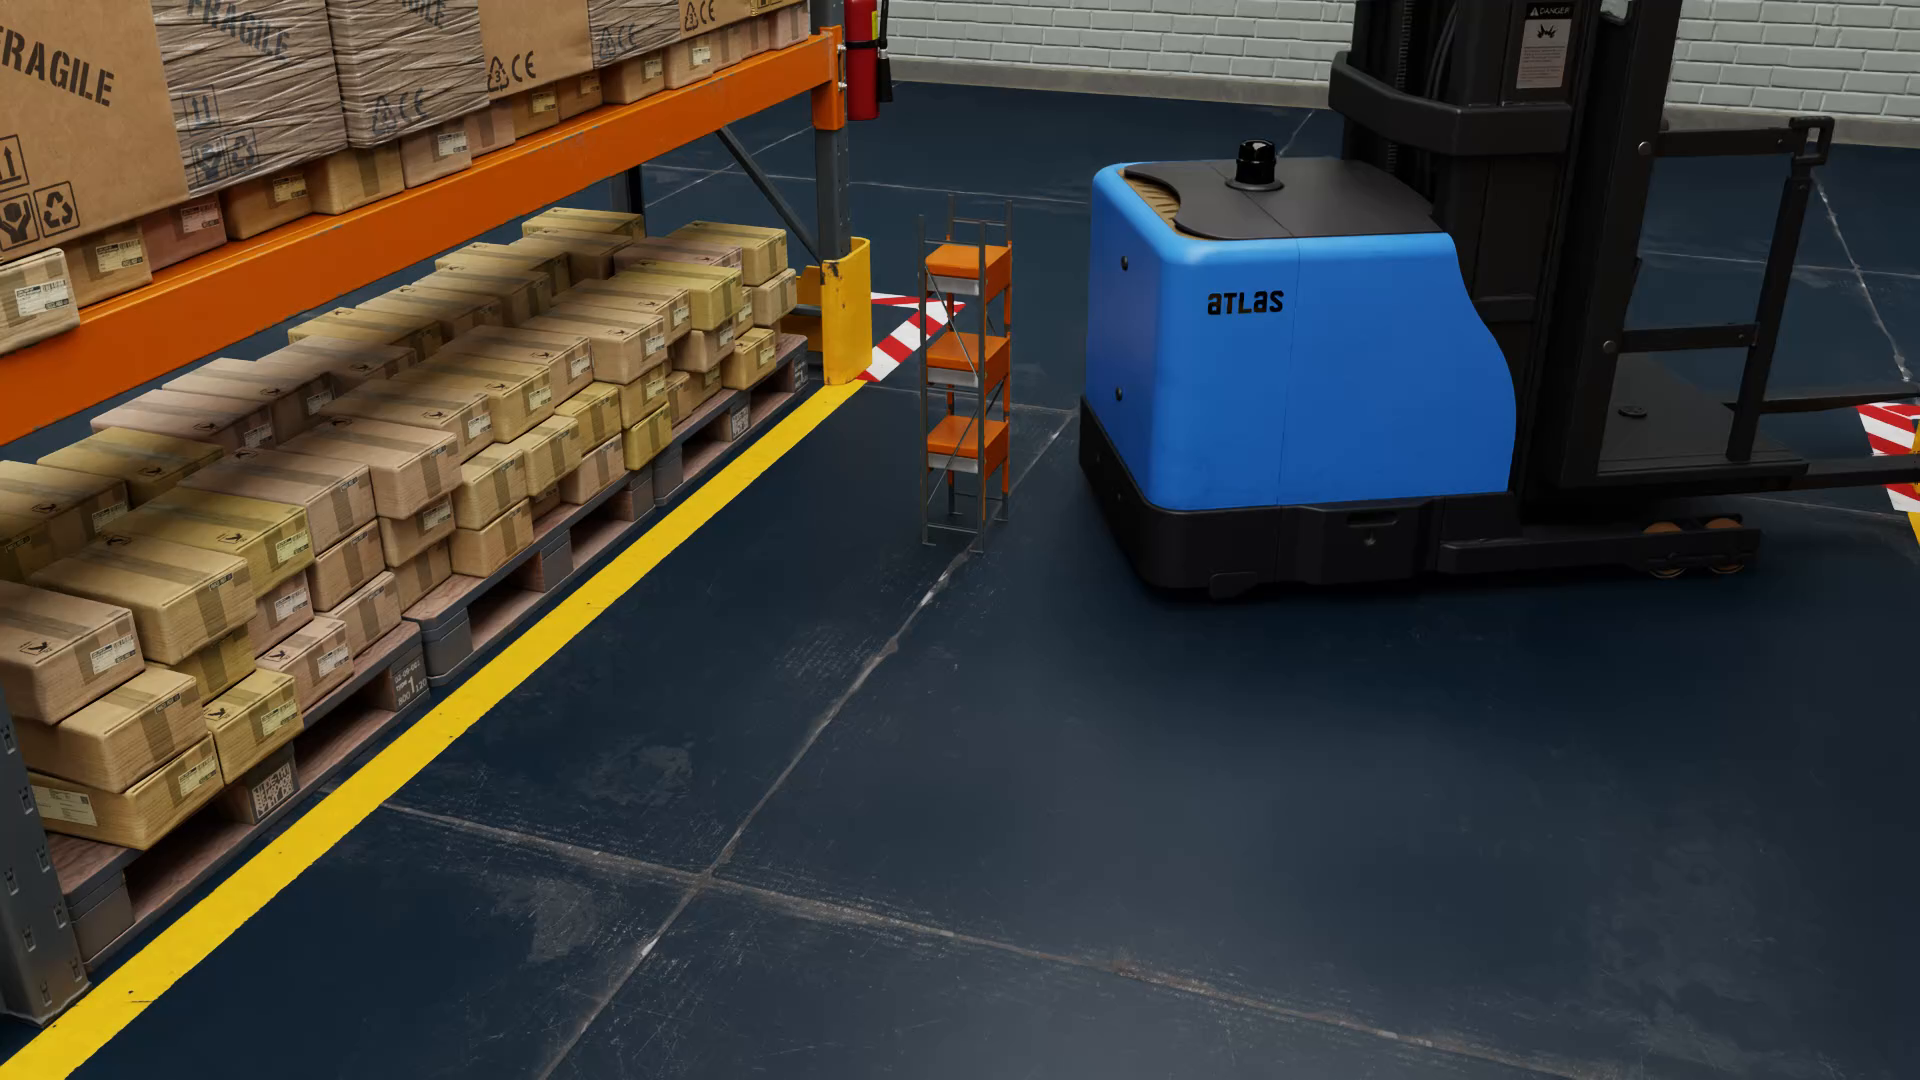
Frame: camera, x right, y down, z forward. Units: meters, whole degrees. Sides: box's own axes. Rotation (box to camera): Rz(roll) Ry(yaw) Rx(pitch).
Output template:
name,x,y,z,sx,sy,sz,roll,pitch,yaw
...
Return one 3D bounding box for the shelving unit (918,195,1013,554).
name,x,y,z,sx,sy,sz,roll,pitch,yaw
shelving unit,0.018,-0.495,5.067,0.215,1.050,0.252,9,27,17

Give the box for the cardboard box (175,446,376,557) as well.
name,x,y,z,sx,sy,sz,roll,pitch,yaw
cardboard box,-1.690,-0.099,4.119,0.380,0.149,0.250,8,27,16

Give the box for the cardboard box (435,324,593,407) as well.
name,x,y,z,sx,sy,sz,roll,pitch,yaw
cardboard box,-1.336,-0.523,4.994,0.380,0.149,0.250,8,27,16

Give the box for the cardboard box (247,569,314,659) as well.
name,x,y,z,sx,sy,sz,roll,pitch,yaw
cardboard box,-1.781,0.148,3.950,0.380,0.149,0.250,9,27,17

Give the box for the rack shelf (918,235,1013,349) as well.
name,x,y,z,sx,sy,sz,roll,pitch,yaw
rack shelf,0.018,-0.740,4.948,0.215,0.259,0.240,9,27,17

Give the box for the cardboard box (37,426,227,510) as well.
name,x,y,z,sx,sy,sz,roll,pitch,yaw
cardboard box,-2.094,-0.154,4.234,0.380,0.149,0.250,10,27,19

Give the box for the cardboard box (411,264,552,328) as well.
name,x,y,z,sx,sy,sz,roll,pitch,yaw
cardboard box,-1.601,-0.809,5.586,0.380,0.149,0.250,7,27,15

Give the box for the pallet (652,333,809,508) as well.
name,x,y,z,sx,sy,sz,roll,pitch,yaw
pallet,-1.248,-0.516,6.074,1.003,0.211,1.213,9,27,17

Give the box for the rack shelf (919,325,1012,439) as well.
name,x,y,z,sx,sy,sz,roll,pitch,yaw
rack shelf,0.018,-0.485,5.071,0.215,0.259,0.240,9,27,17

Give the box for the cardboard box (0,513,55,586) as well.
name,x,y,z,sx,sy,sz,roll,pitch,yaw
cardboard box,-2.330,0.044,3.823,0.380,0.149,0.250,9,27,18

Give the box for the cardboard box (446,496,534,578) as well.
name,x,y,z,sx,sy,sz,roll,pitch,yaw
cardboard box,-1.433,-0.035,4.671,0.380,0.149,0.250,8,27,16

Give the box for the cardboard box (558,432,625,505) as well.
name,x,y,z,sx,sy,sz,roll,pitch,yaw
cardboard box,-1.262,-0.247,5.108,0.380,0.149,0.250,9,27,18

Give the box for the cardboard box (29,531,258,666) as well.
name,x,y,z,sx,sy,sz,roll,pitch,yaw
cardboard box,-1.793,0.123,3.661,0.380,0.149,0.250,10,28,20

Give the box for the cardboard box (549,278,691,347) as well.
name,x,y,z,sx,sy,sz,roll,pitch,yaw
cardboard box,-1.106,-0.733,5.430,0.380,0.149,0.250,8,27,15

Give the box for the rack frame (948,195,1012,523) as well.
name,x,y,z,sx,sy,sz,roll,pitch,yaw
rack frame,0.058,-0.545,5.170,0.200,1.050,0.008,9,27,17

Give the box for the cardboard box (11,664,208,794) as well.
name,x,y,z,sx,sy,sz,roll,pitch,yaw
cardboard box,-1.828,0.370,3.491,0.380,0.149,0.250,10,28,20

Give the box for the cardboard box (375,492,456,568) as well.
name,x,y,z,sx,sy,sz,roll,pitch,yaw
cardboard box,-1.575,-0.072,4.405,0.380,0.149,0.250,10,28,20

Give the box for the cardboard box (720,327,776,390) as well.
name,x,y,z,sx,sy,sz,roll,pitch,yaw
cardboard box,-0.888,-0.670,5.981,0.380,0.149,0.250,10,27,19

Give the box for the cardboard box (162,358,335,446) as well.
name,x,y,z,sx,sy,sz,roll,pitch,yaw
cardboard box,-2.013,-0.392,4.724,0.380,0.149,0.250,8,27,16

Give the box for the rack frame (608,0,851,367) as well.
name,x,y,z,sx,sy,sz,roll,pitch,yaw
rack frame,-0.919,-2.131,6.210,1.000,3.000,0.127,9,27,17

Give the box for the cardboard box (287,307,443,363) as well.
name,x,y,z,sx,sy,sz,roll,pitch,yaw
cardboard box,-1.833,-0.595,5.144,0.380,0.149,0.250,9,27,18

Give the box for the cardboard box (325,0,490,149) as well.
name,x,y,z,sx,sy,sz,roll,pitch,yaw
cardboard box,-1.488,-1.239,3.912,0.500,0.500,0.500,8,27,16

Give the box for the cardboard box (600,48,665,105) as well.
name,x,y,z,sx,sy,sz,roll,pitch,yaw
cardboard box,-1.127,-1.429,5.047,0.380,0.149,0.250,8,27,15

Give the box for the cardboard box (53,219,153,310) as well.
name,x,y,z,sx,sy,sz,roll,pitch,yaw
cardboard box,-1.831,-0.560,3.253,0.380,0.149,0.250,10,27,19

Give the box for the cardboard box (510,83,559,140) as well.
name,x,y,z,sx,sy,sz,roll,pitch,yaw
cardboard box,-1.346,-1.215,4.606,0.380,0.149,0.250,9,27,18

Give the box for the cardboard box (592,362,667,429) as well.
name,x,y,z,sx,sy,sz,roll,pitch,yaw
cardboard box,-1.157,-0.484,5.256,0.380,0.149,0.250,9,27,18

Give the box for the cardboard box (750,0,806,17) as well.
name,x,y,z,sx,sy,sz,roll,pitch,yaw
cardboard box,-0.826,-2.088,5.664,0.500,0.500,0.500,9,27,18

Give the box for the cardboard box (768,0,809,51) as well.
name,x,y,z,sx,sy,sz,roll,pitch,yaw
cardboard box,-0.761,-1.843,5.903,0.380,0.149,0.250,9,27,18

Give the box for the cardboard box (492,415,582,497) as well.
name,x,y,z,sx,sy,sz,roll,pitch,yaw
cardboard box,-1.325,-0.264,4.802,0.380,0.149,0.250,9,27,18

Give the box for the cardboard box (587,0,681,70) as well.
name,x,y,z,sx,sy,sz,roll,pitch,yaw
cardboard box,-1.162,-1.667,4.796,0.500,0.500,0.500,9,27,18

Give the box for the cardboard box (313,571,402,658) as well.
name,x,y,z,sx,sy,sz,roll,pitch,yaw
cardboard box,-1.666,0.173,4.240,0.380,0.149,0.250,8,27,16

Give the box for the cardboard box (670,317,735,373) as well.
name,x,y,z,sx,sy,sz,roll,pitch,yaw
cardboard box,-0.997,-0.699,5.699,0.380,0.149,0.250,8,27,15

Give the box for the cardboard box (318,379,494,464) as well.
name,x,y,z,sx,sy,sz,roll,pitch,yaw
cardboard box,-1.515,-0.315,4.566,0.380,0.149,0.250,8,27,15

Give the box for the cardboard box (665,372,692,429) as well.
name,x,y,z,sx,sy,sz,roll,pitch,yaw
cardboard box,-1.127,-0.471,5.569,0.380,0.149,0.250,9,27,18

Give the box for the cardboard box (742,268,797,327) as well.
name,x,y,z,sx,sy,sz,roll,pitch,yaw
cardboard box,-0.826,-0.913,6.141,0.380,0.149,0.250,8,27,16

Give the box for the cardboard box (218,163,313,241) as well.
name,x,y,z,sx,sy,sz,roll,pitch,yaw
cardboard box,-1.696,-0.788,3.724,0.380,0.149,0.250,8,27,15

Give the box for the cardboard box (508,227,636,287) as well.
name,x,y,z,sx,sy,sz,roll,pitch,yaw
cardboard box,-1.392,-1.008,5.997,0.380,0.149,0.250,9,27,18

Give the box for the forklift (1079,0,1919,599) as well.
name,x,y,z,sx,sy,sz,roll,pitch,yaw
forklift,1.963,-1.428,4.836,3.031,2.935,1.130,-4,26,-7

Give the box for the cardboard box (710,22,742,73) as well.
name,x,y,z,sx,sy,sz,roll,pitch,yaw
cardboard box,-0.948,-1.641,5.486,0.380,0.149,0.250,8,27,17

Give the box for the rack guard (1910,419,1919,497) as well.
name,x,y,z,sx,sy,sz,roll,pitch,yaw
rack guard,3.790,-0.340,5.378,1.175,0.500,0.348,9,27,17

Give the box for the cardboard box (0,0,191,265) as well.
name,x,y,z,sx,sy,sz,roll,pitch,yaw
cardboard box,-1.848,-0.833,3.073,0.500,0.500,0.500,8,27,16

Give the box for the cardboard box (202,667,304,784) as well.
name,x,y,z,sx,sy,sz,roll,pitch,yaw
cardboard box,-1.737,0.394,3.783,0.380,0.149,0.250,10,27,19

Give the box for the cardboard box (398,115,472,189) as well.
name,x,y,z,sx,sy,sz,roll,pitch,yaw
cardboard box,-1.455,-0.991,4.144,0.380,0.149,0.250,10,28,20

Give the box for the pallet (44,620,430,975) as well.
name,x,y,z,sx,sy,sz,roll,pitch,yaw
pallet,-2.060,0.487,4.003,1.003,0.211,1.213,9,27,17

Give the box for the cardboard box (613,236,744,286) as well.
name,x,y,z,sx,sy,sz,roll,pitch,yaw
cardboard box,-0.994,-0.956,5.888,0.380,0.149,0.250,9,27,18
